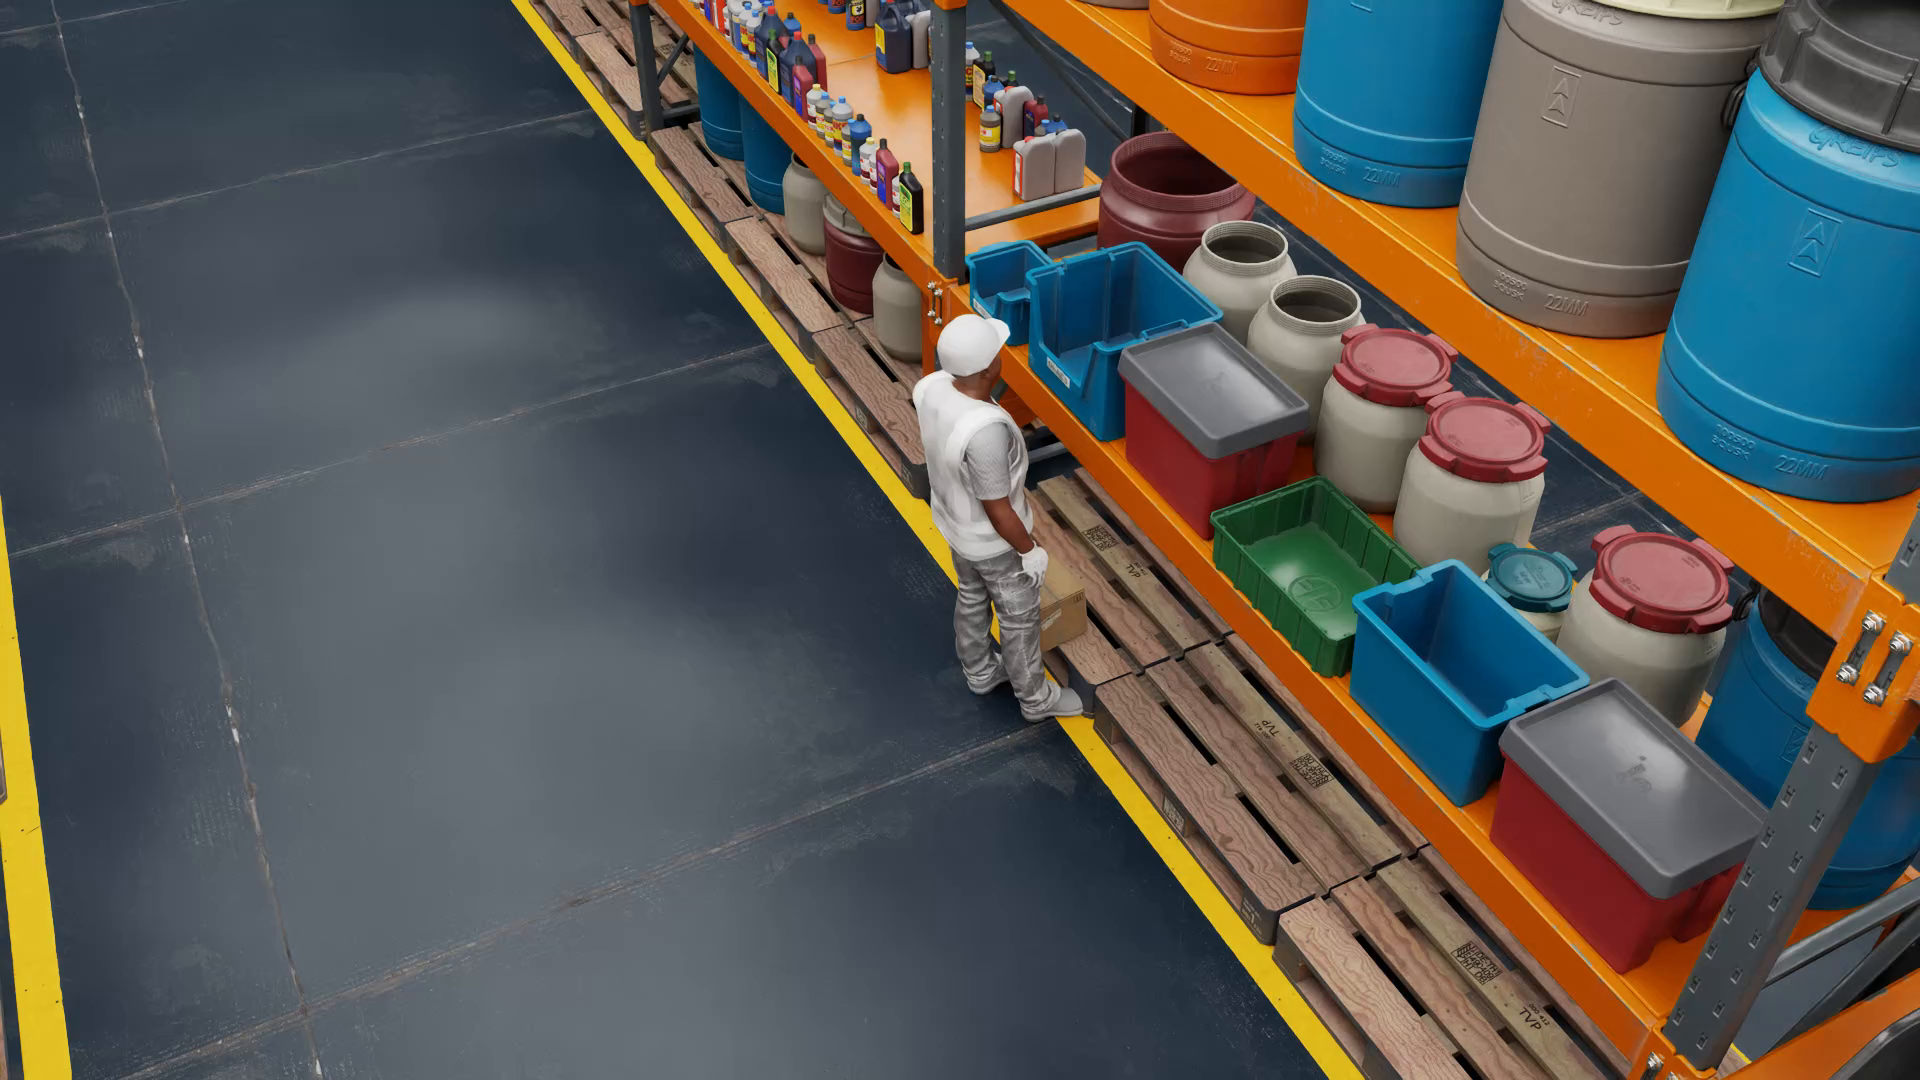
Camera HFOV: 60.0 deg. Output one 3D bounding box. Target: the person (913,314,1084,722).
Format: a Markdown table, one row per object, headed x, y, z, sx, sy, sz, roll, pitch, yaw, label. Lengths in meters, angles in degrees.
| x | y | z | sx | sy | sz | roll | pitch | yaw | label |
| --- | --- | --- | --- | --- | --- | --- | --- | --- | --- |
| 0.162 | -0.089 | 6.231 | 0.577 | 1.782 | 0.656 | -19 | 44 | -21 | person |
